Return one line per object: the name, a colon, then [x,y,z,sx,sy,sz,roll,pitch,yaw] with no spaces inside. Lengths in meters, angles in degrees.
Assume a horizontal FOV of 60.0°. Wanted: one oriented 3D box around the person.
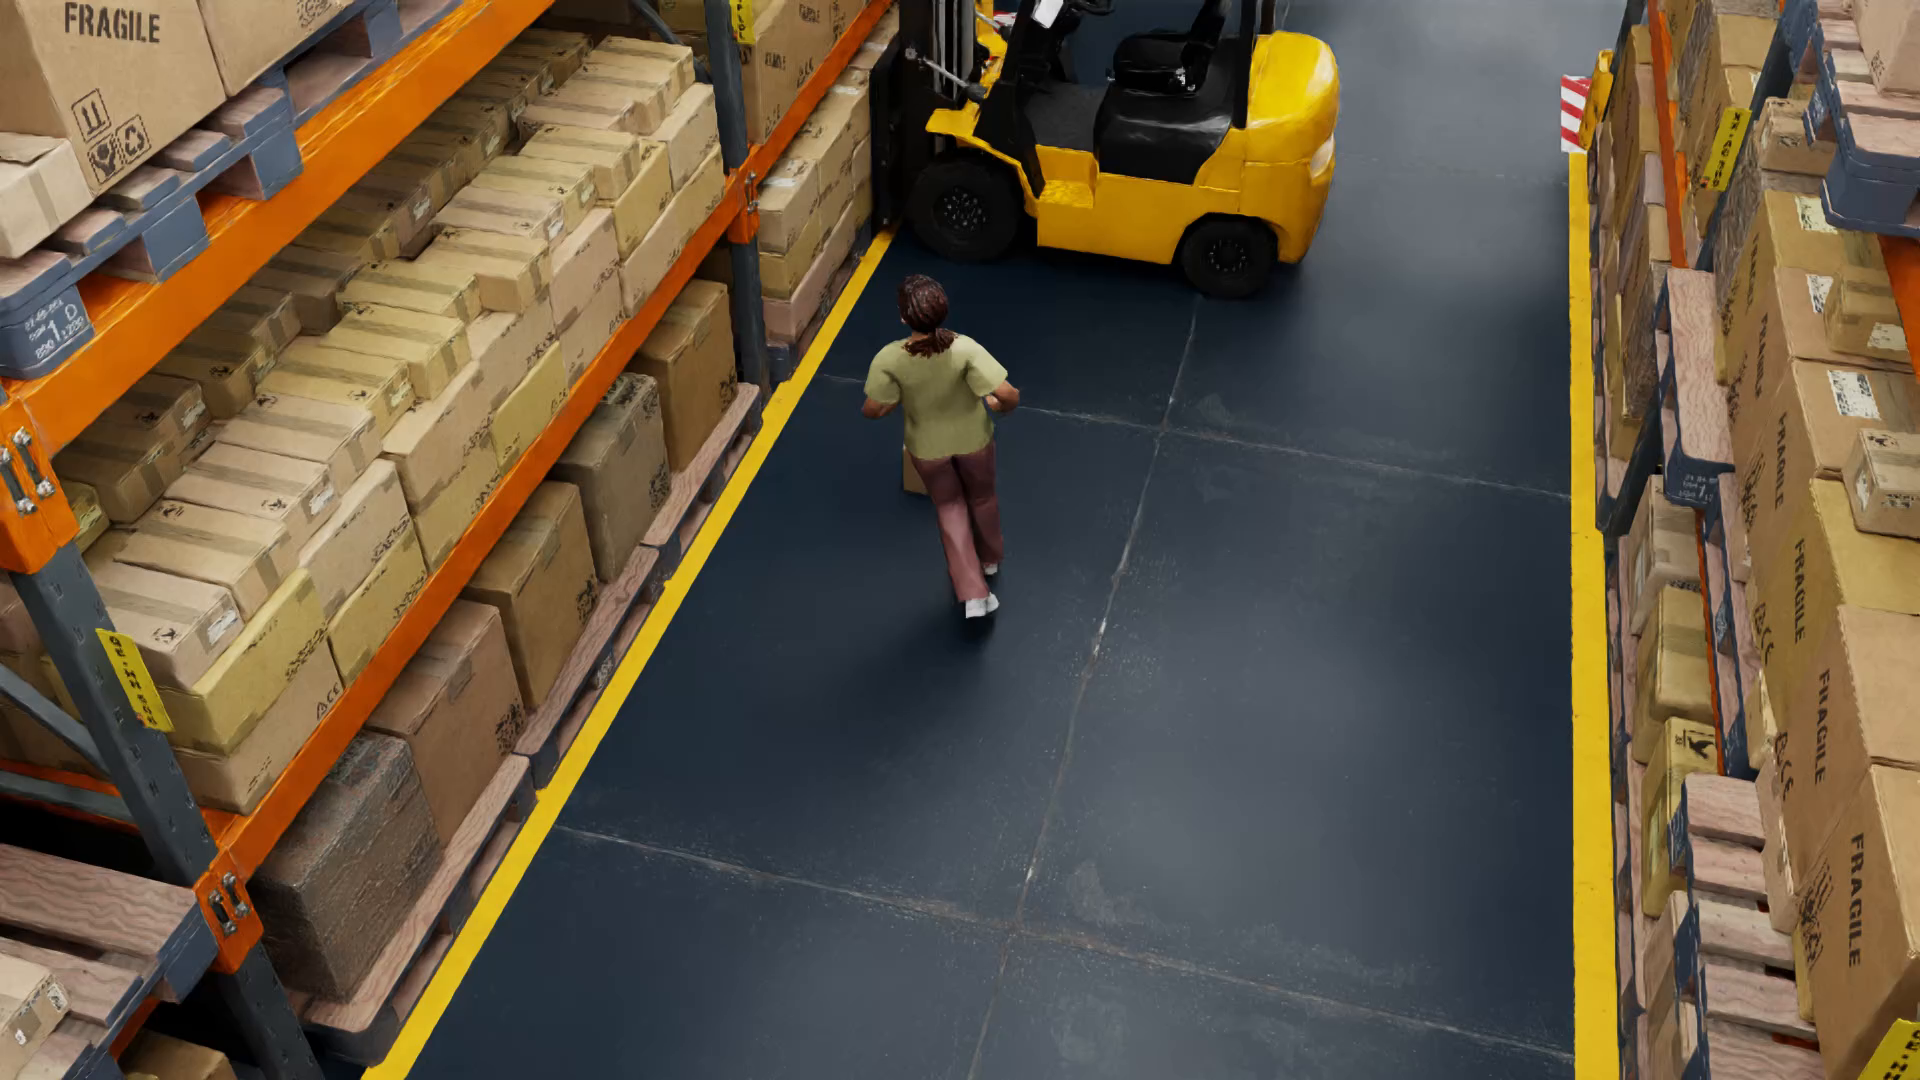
person: [-0.088,-0.398,6.623,0.597,1.635,0.745,-3,41,-3]
